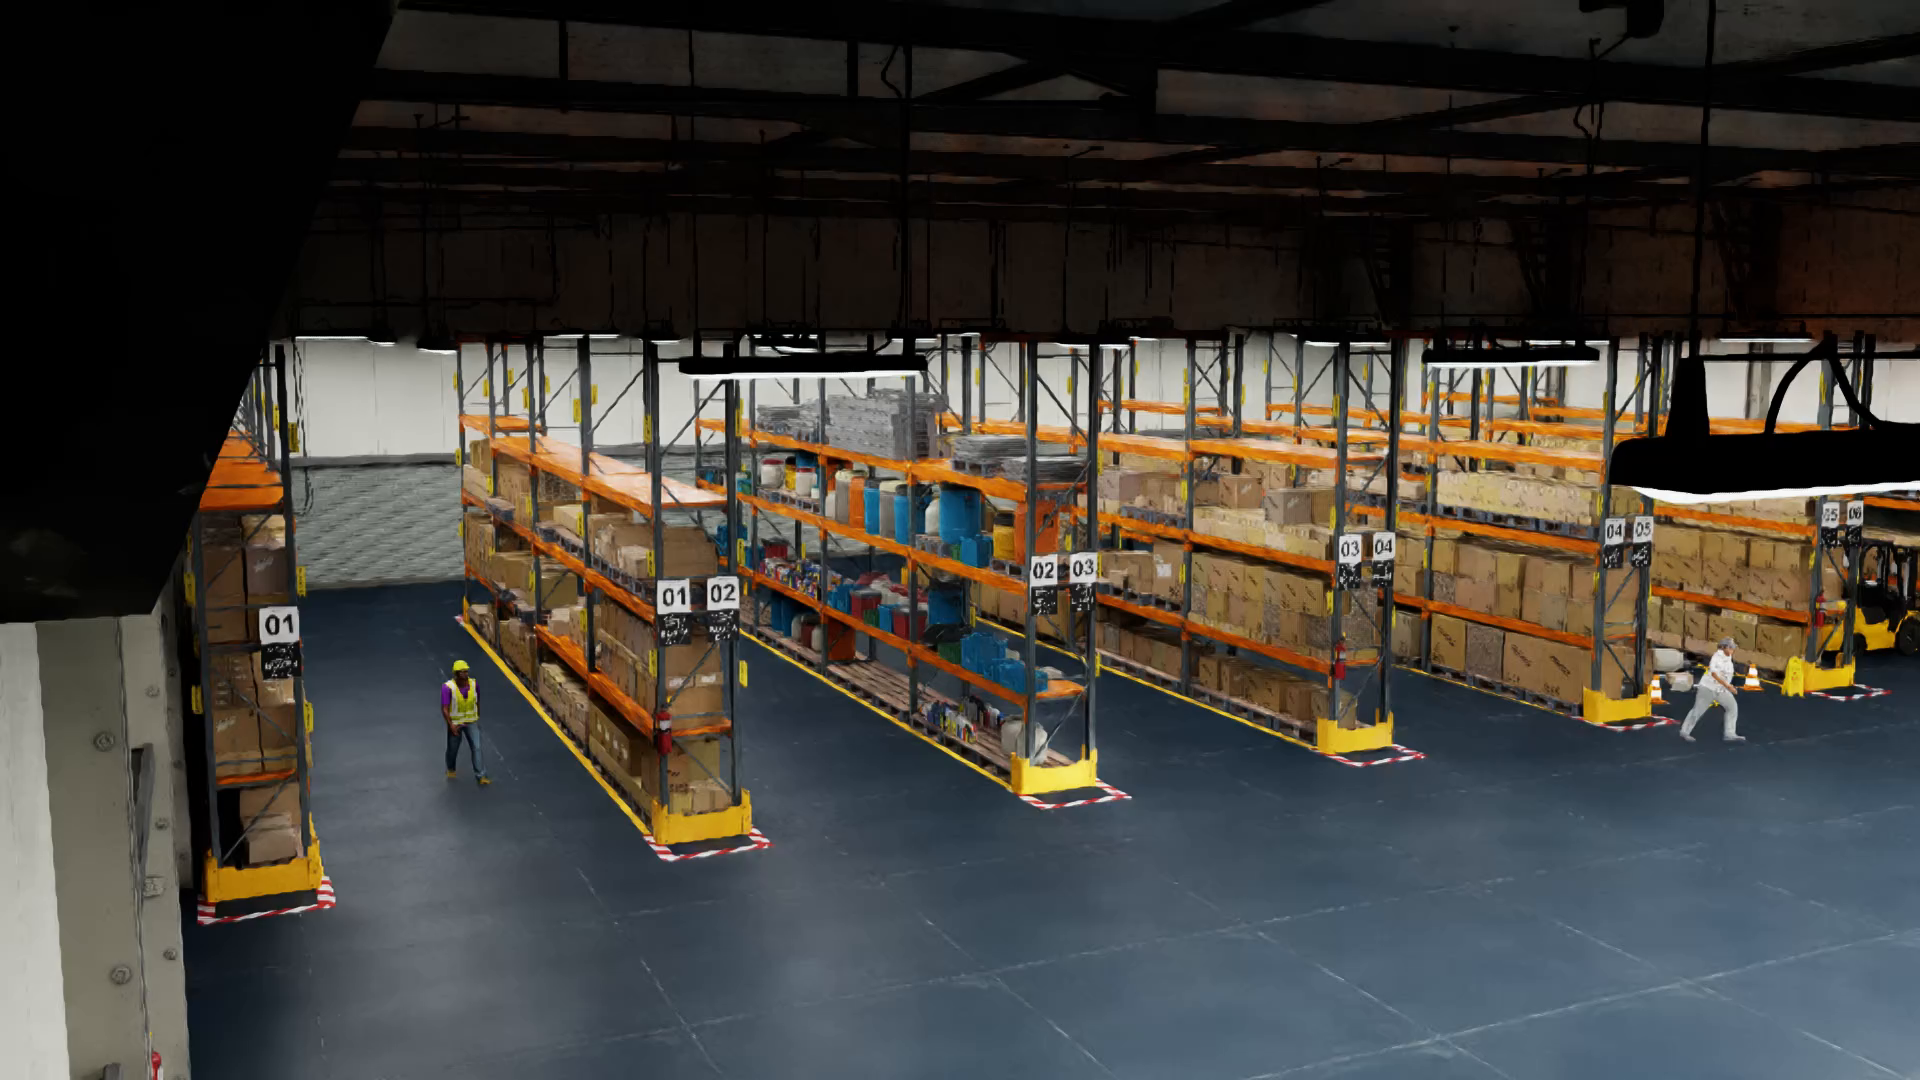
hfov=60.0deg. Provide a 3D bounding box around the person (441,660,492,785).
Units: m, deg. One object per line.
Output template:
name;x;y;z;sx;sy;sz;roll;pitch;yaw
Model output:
person;-6.732;2.455;22.495;0.571;1.707;1.035;-5;9;-33

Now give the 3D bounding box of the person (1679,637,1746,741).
person;11.233;2.203;24.765;0.647;1.593;0.821;-7;10;-41
